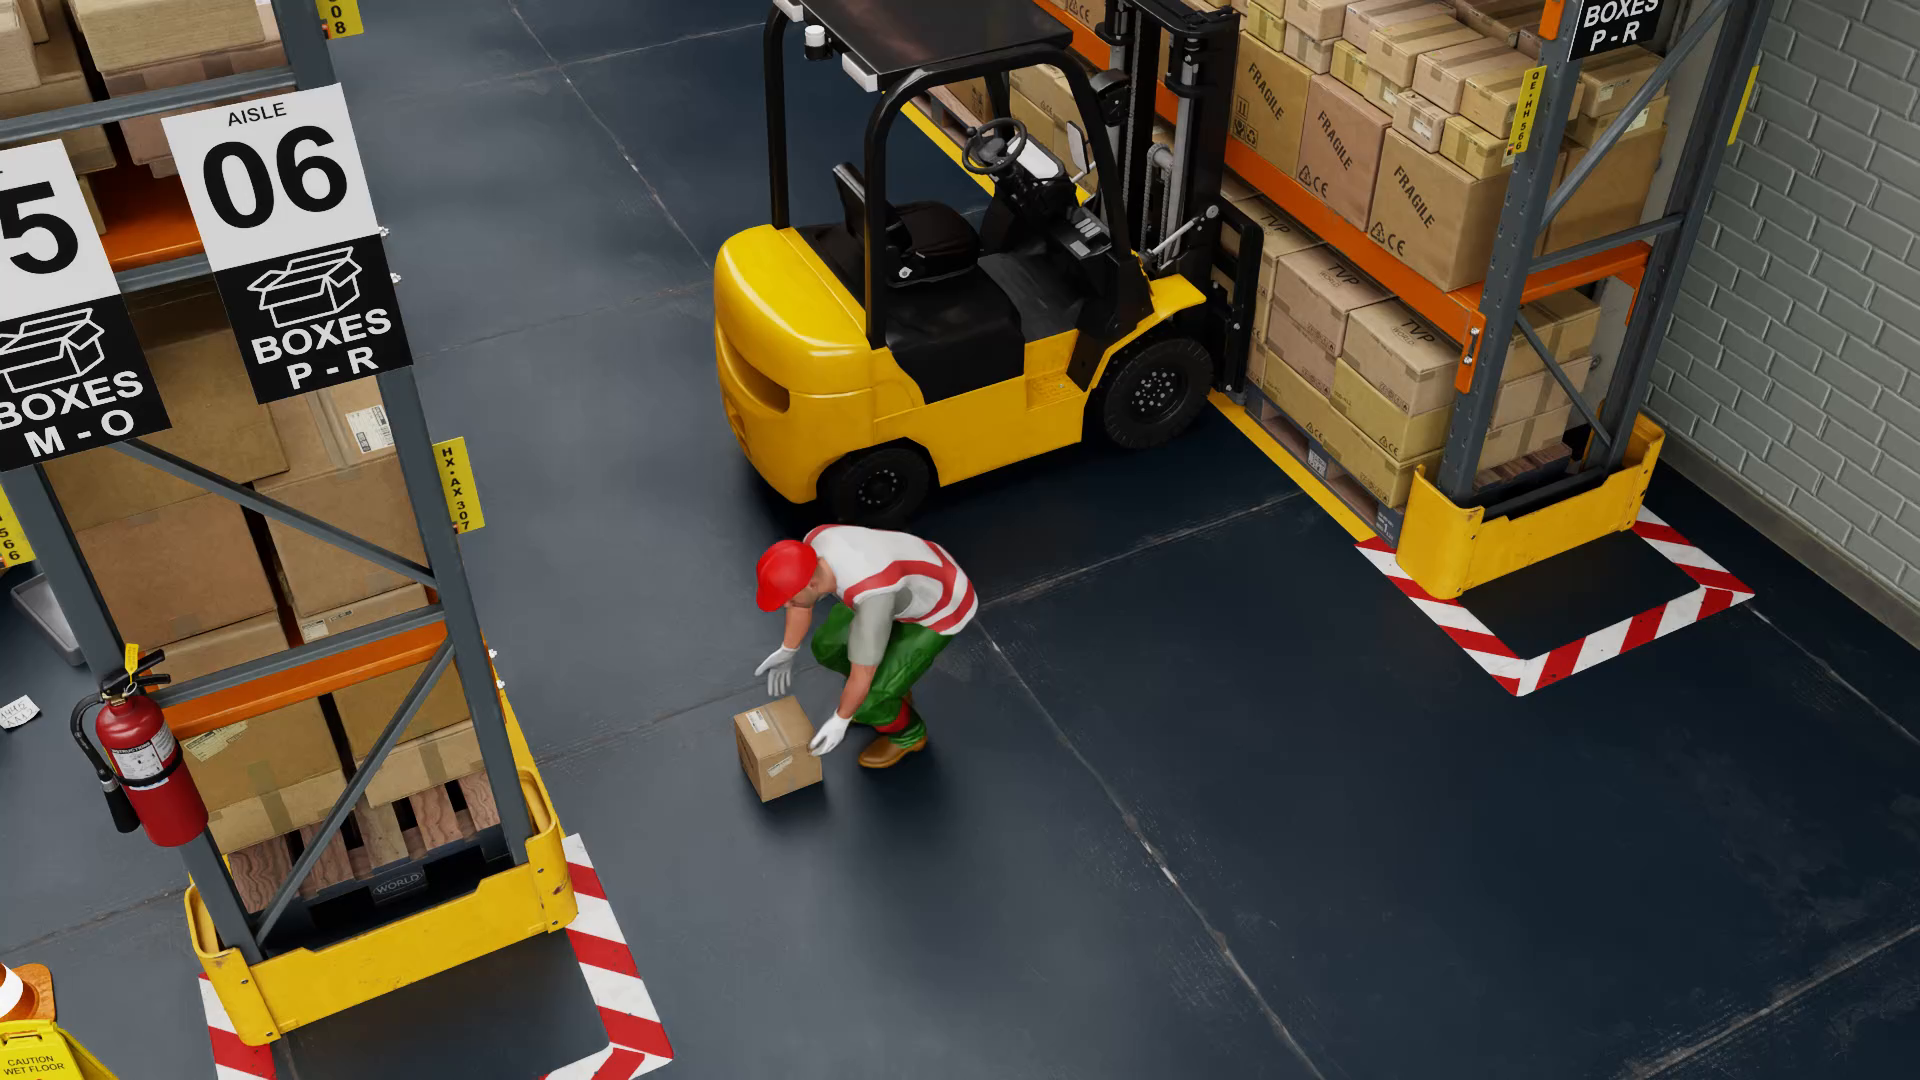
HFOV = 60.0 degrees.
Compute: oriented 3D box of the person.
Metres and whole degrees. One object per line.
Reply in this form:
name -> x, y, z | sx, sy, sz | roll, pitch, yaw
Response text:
person -> -0.336, 0.361, 6.196 | 0.852, 1.172, 0.583 | -19, 44, -20
